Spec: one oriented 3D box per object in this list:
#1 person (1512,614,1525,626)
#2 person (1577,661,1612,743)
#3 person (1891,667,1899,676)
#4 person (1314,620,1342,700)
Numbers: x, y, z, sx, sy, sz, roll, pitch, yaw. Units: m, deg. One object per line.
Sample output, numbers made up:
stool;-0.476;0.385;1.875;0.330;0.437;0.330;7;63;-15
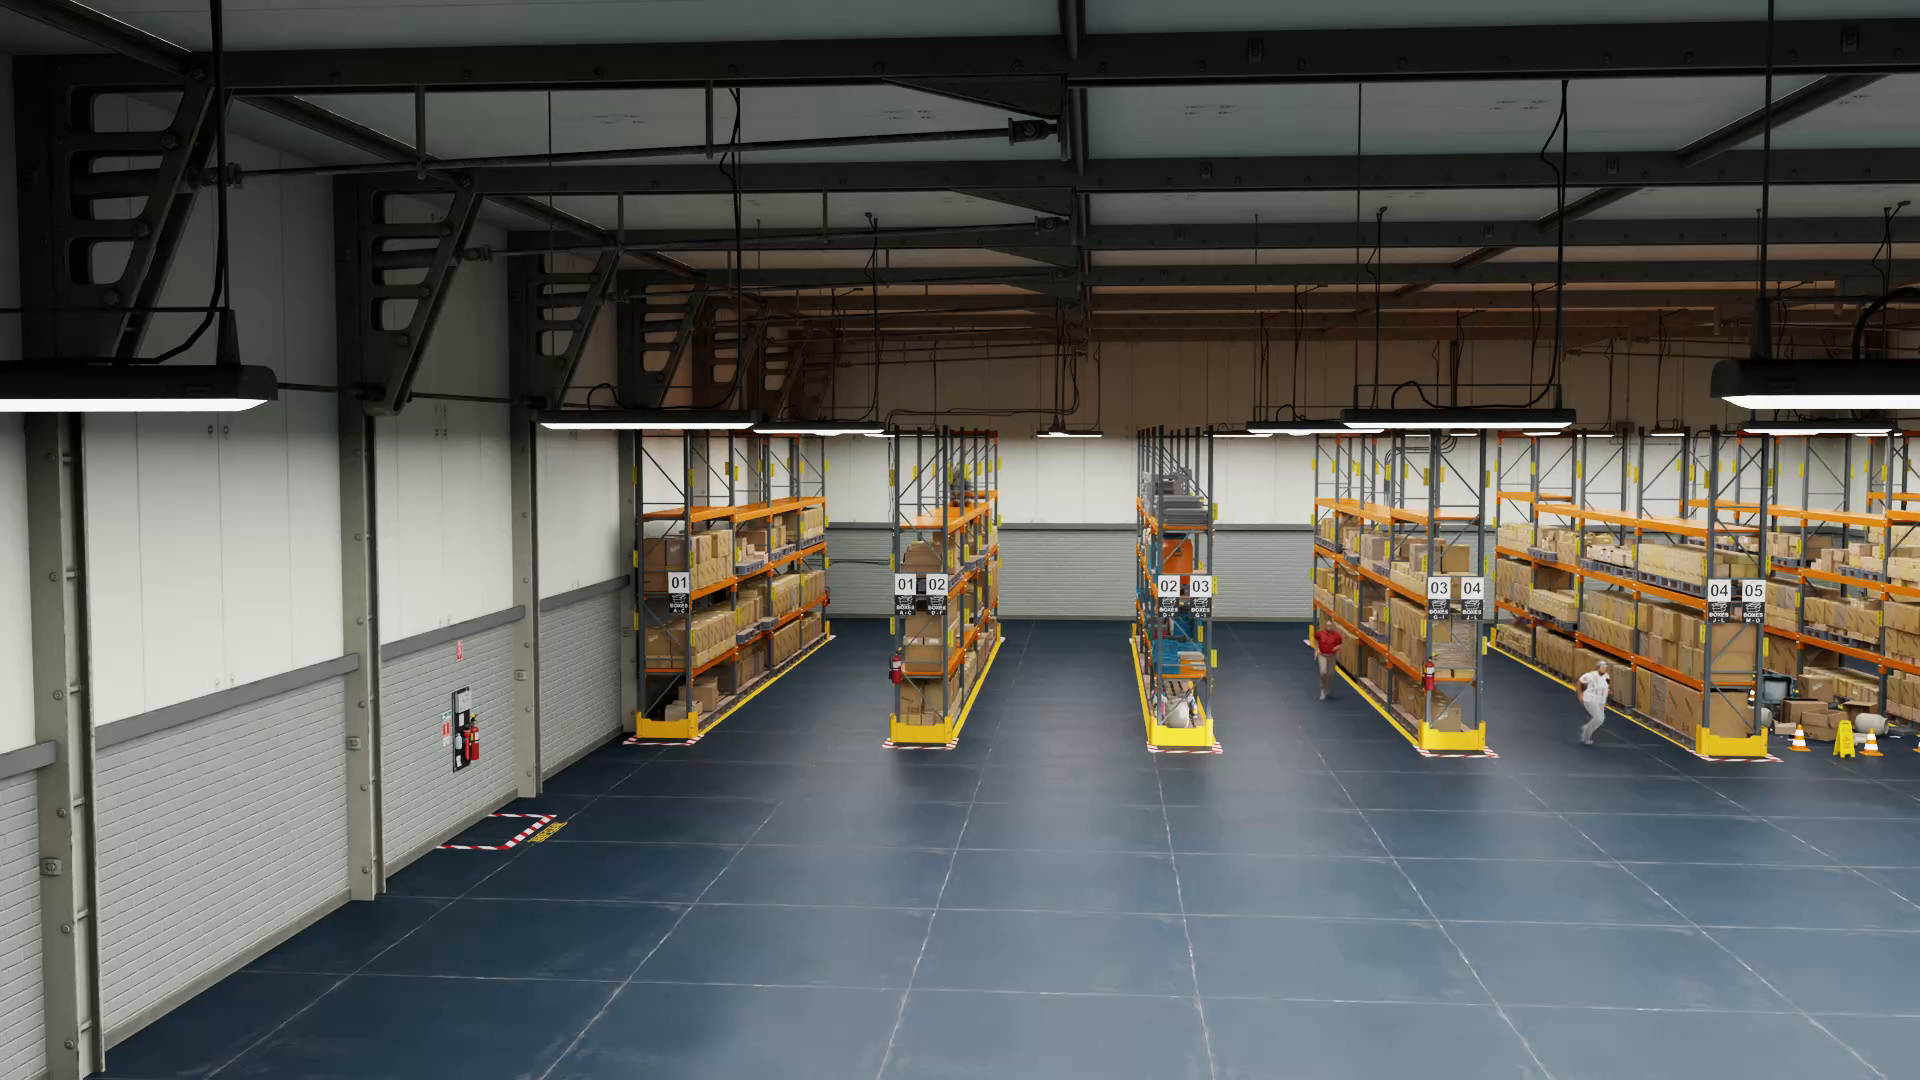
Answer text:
person;15.952;2.090;47.192;0.528;1.616;0.645;1;4;24
person;11.908;3.035;31.119;0.564;1.588;0.705;-2;4;-25
person;21.357;2.680;37.731;0.643;1.606;0.649;0;3;1
person;8.183;2.665;36.965;0.573;1.779;0.897;0;3;1
